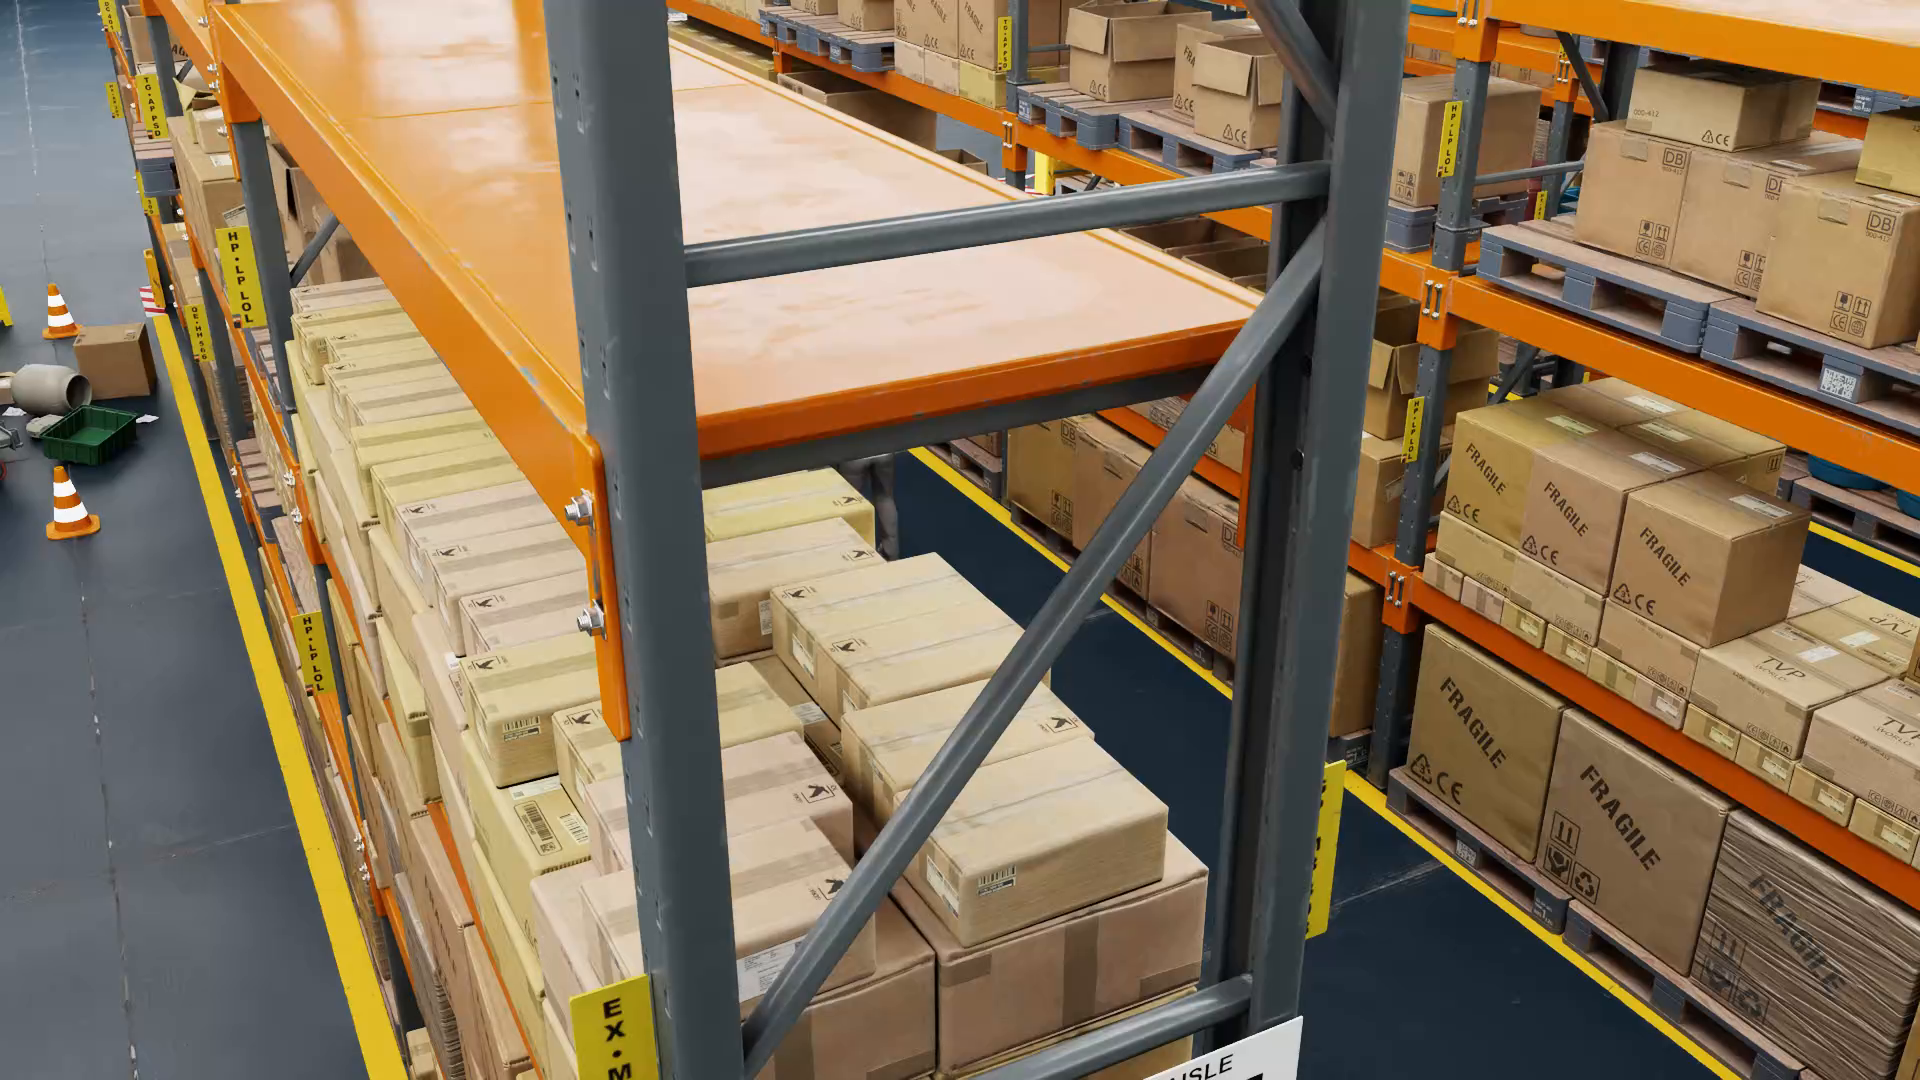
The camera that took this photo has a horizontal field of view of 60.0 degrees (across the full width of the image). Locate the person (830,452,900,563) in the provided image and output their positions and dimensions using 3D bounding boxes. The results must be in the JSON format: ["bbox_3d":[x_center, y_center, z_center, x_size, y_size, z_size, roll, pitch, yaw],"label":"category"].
[{"bbox_3d":[-0.621,-0.583,10.840,0.513,1.656,0.396,-14,29,-27],"label":"person"}]
